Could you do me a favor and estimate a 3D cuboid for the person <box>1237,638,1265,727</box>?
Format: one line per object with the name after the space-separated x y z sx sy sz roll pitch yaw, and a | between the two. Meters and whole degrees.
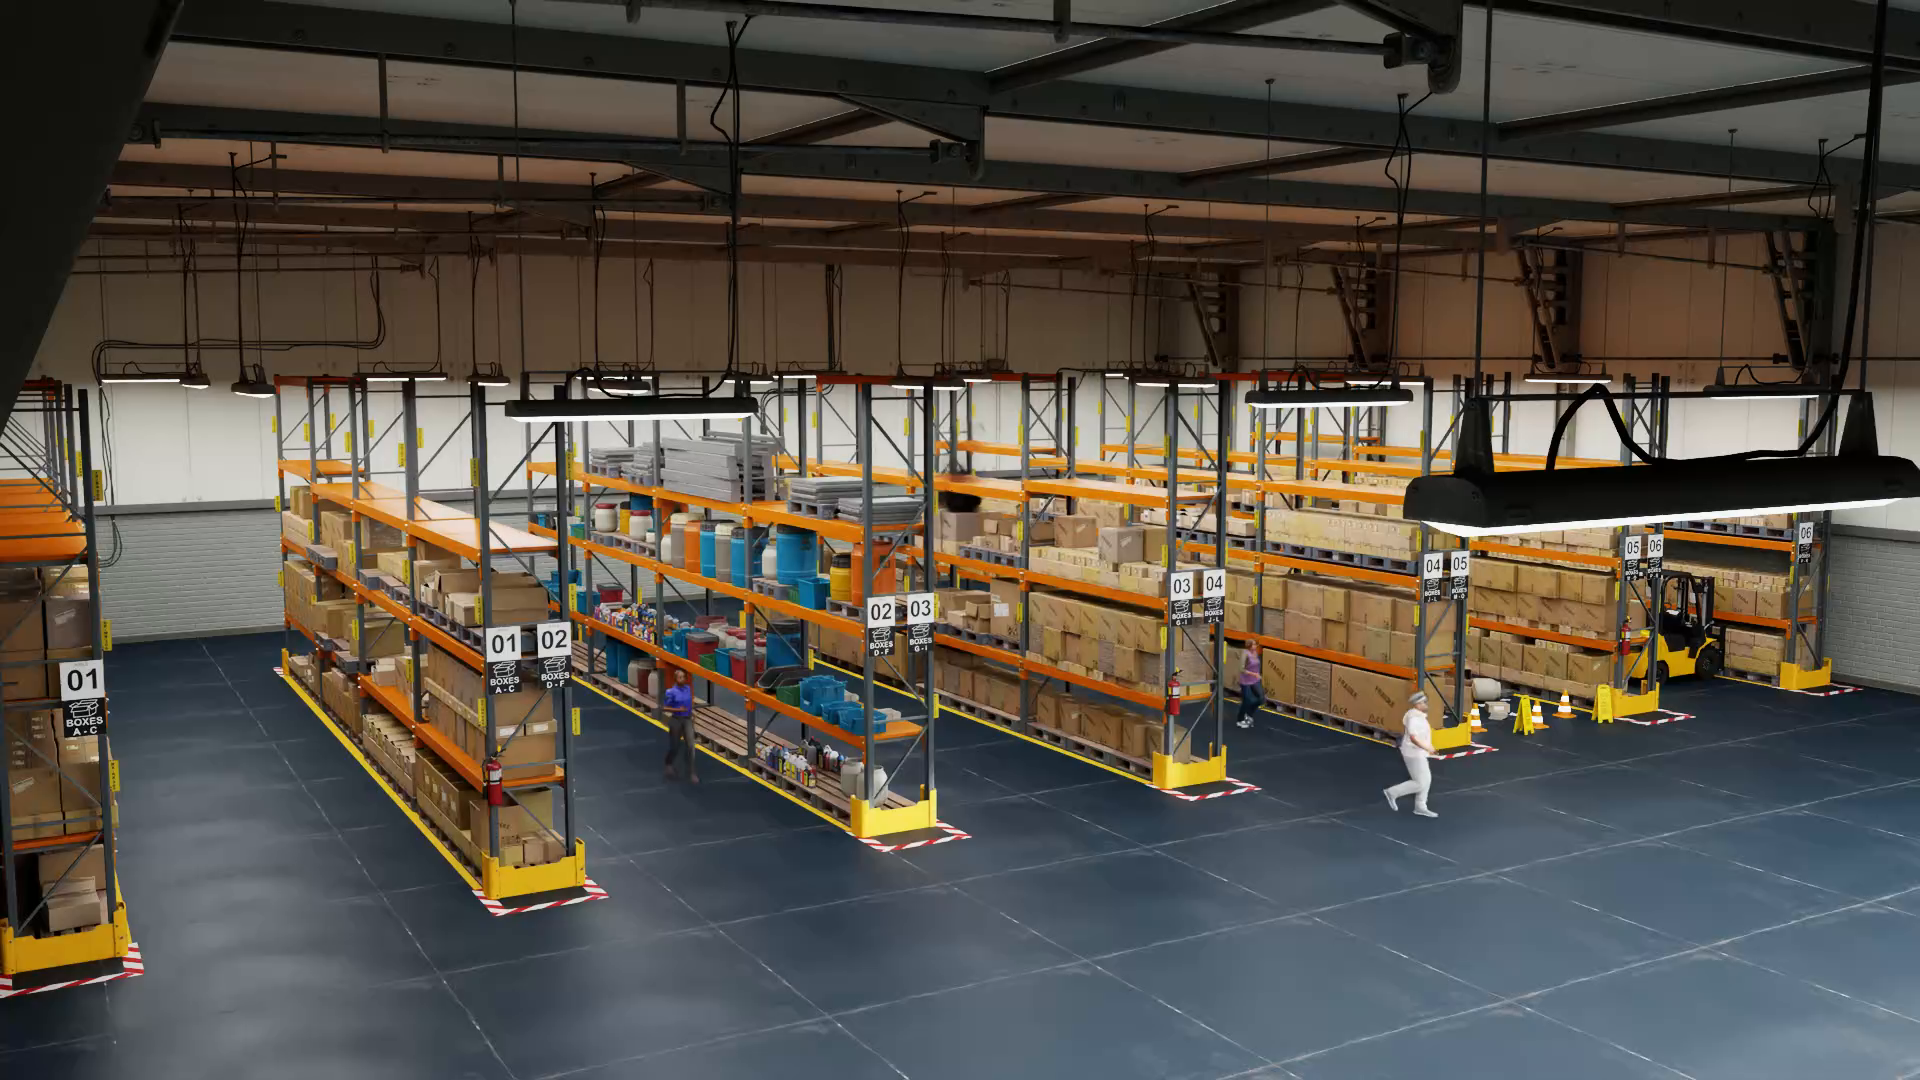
4.959 2.443 28.353 0.541 1.568 0.604 -5 8 -38 | person

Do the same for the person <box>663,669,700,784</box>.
-4.176 2.762 24.899 0.581 1.659 0.876 -4 8 -35 | person

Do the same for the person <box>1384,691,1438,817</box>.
6.251 2.957 23.022 0.760 1.776 0.667 1 6 8 | person
